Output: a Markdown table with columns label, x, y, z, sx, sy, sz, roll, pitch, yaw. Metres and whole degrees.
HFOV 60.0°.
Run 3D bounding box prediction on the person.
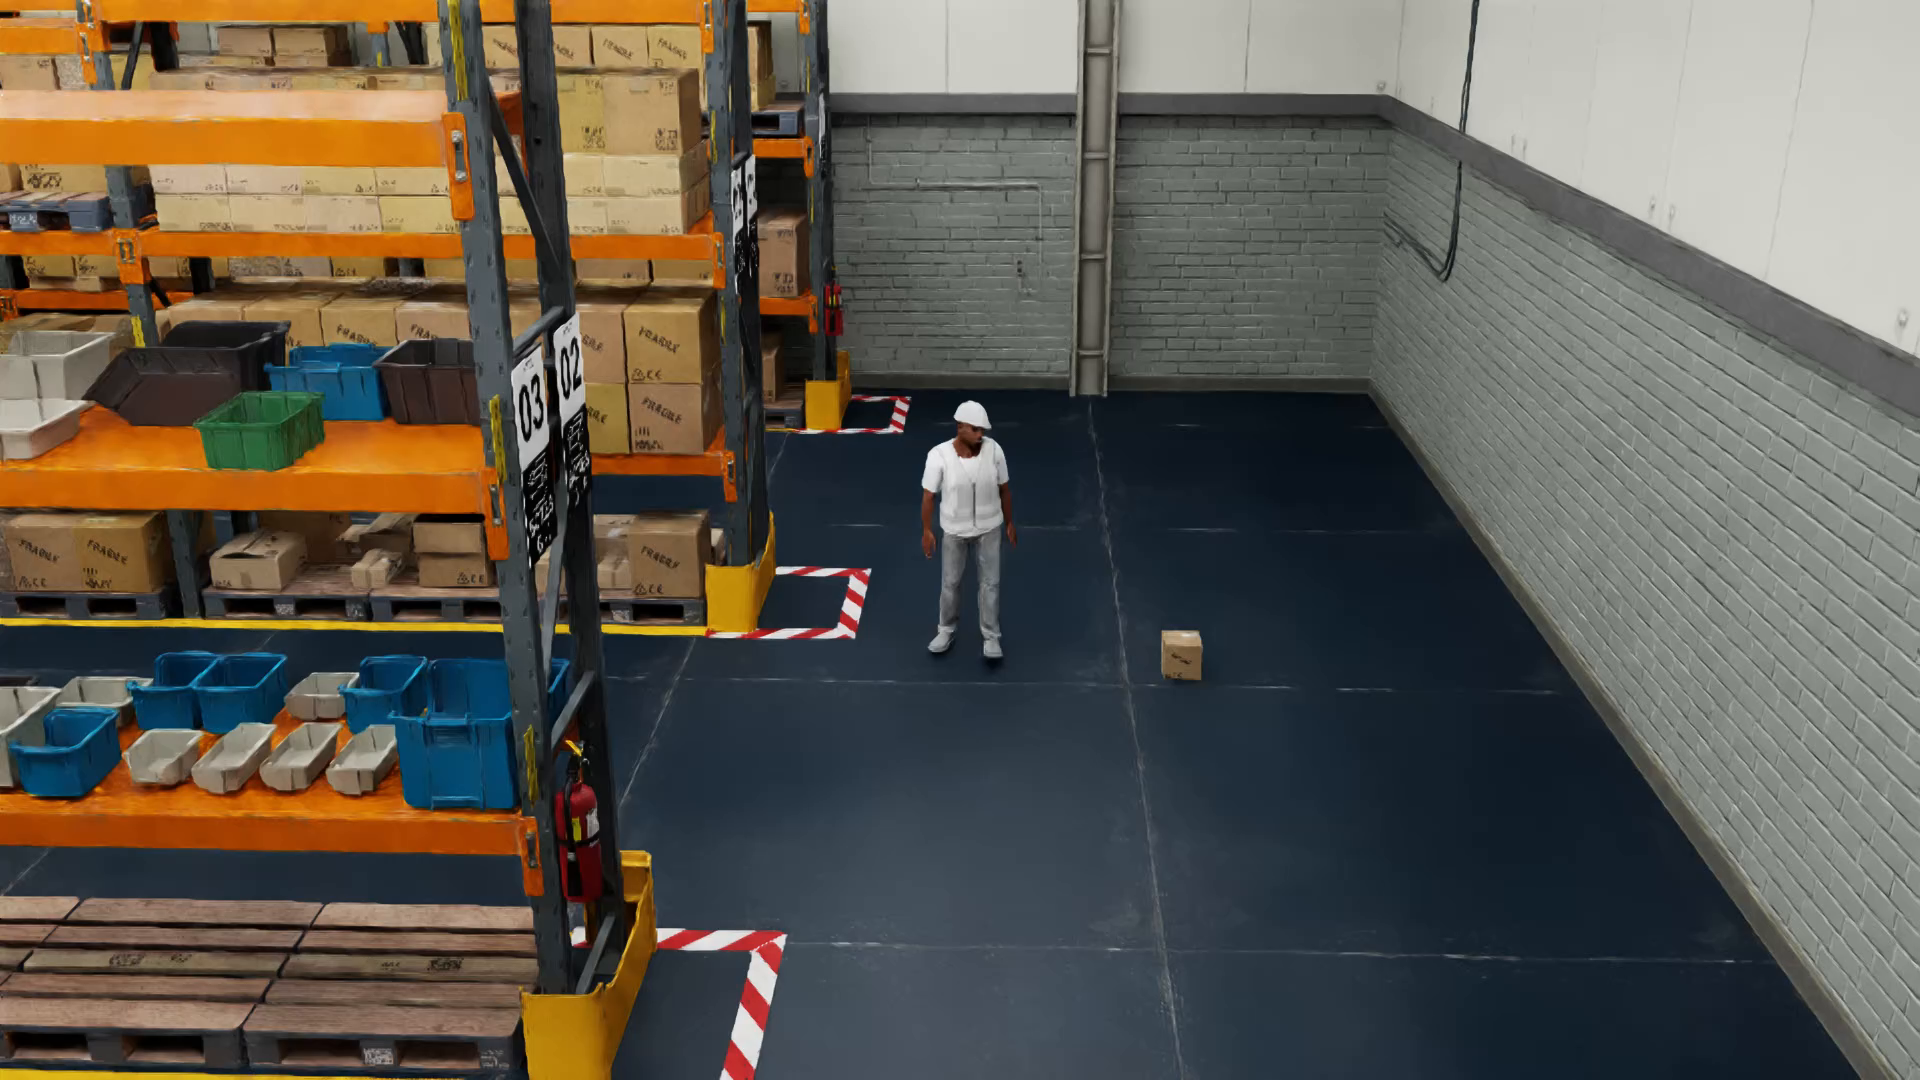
| label | x | y | z | sx | sy | sz | roll | pitch | yaw |
| --- | --- | --- | --- | --- | --- | --- | --- | --- | --- |
| person | 0.073 | -0.064 | 11.130 | 0.647 | 1.765 | 0.530 | -4 | 21 | -9 |
